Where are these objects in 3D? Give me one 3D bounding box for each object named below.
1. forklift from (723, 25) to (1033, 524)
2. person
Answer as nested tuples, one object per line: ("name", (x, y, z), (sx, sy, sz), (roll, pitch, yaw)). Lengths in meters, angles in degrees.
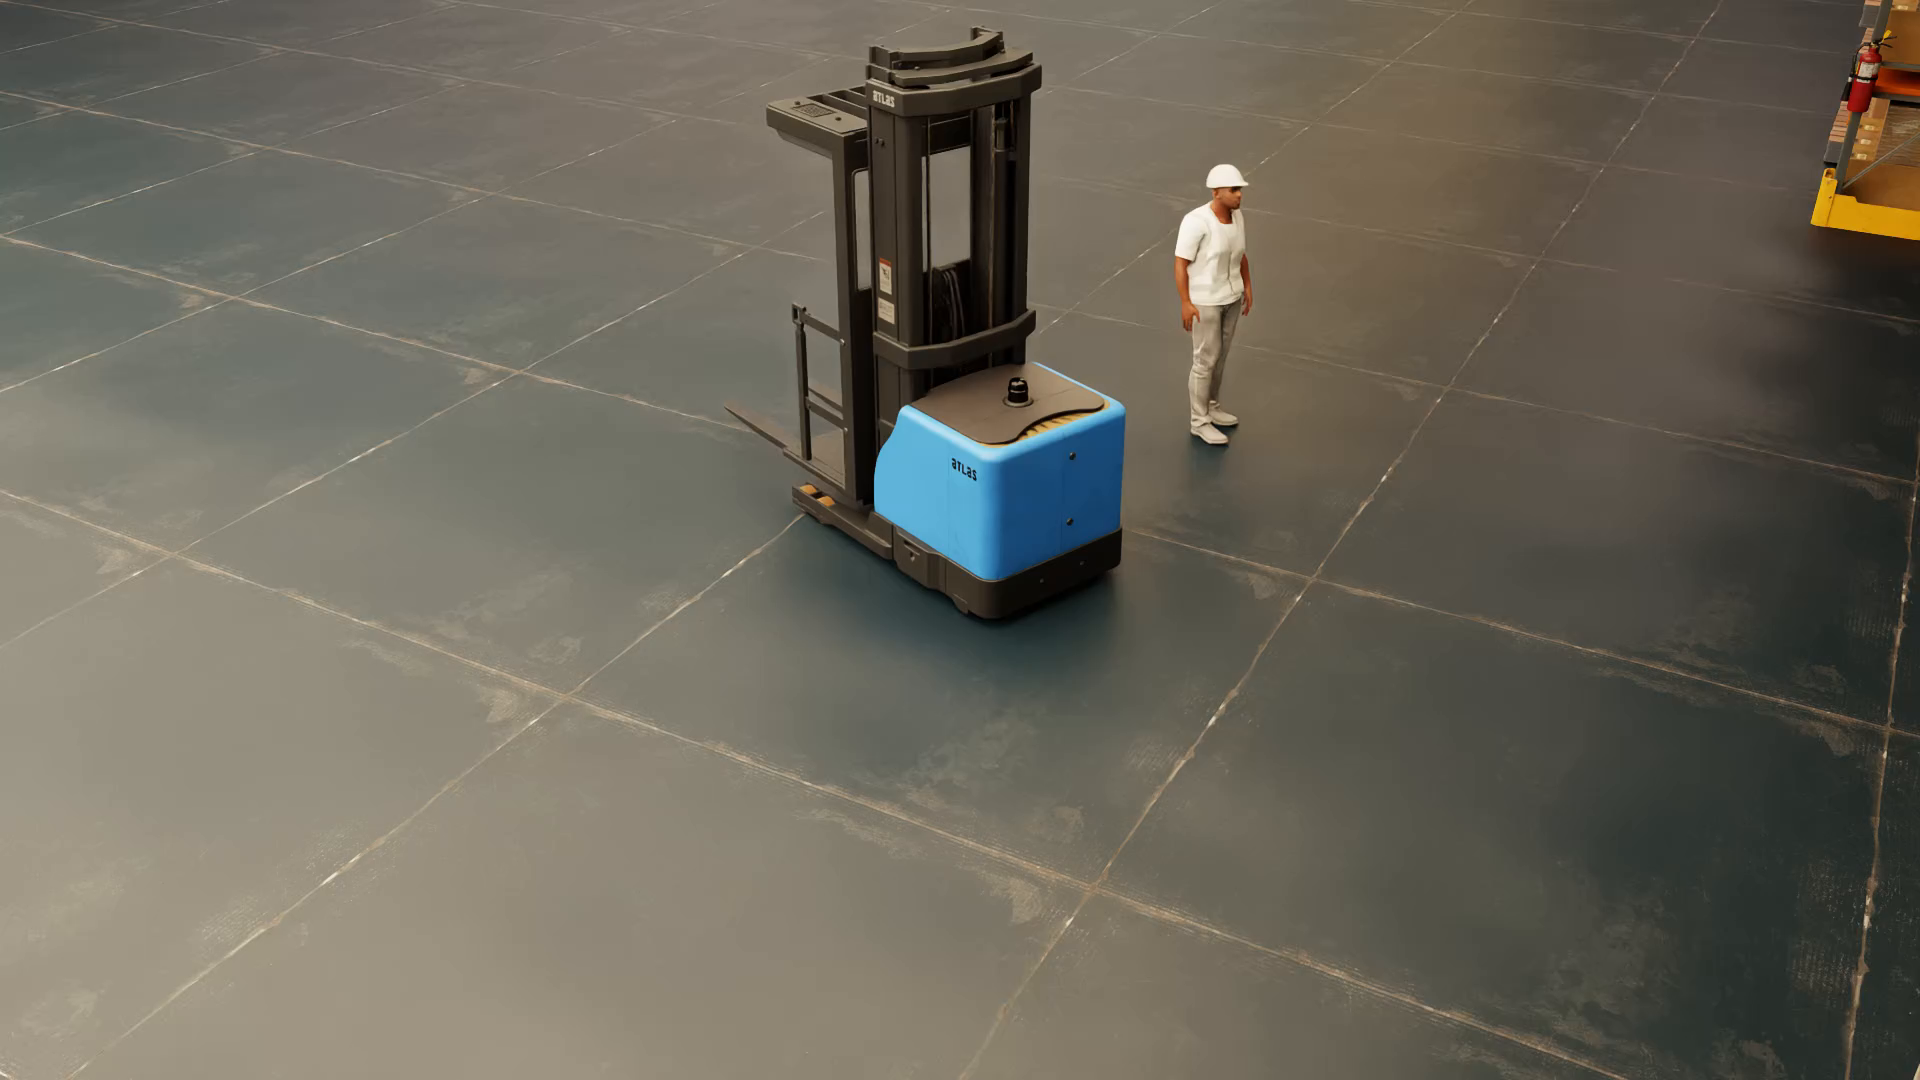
("forklift", (-0.379, -1.508, 9.684), (1.121, 2.935, 3.031), (-22, 37, -33))
("person", (1.738, -1.566, 10.942), (0.691, 1.770, 0.573), (-26, 39, -37))
